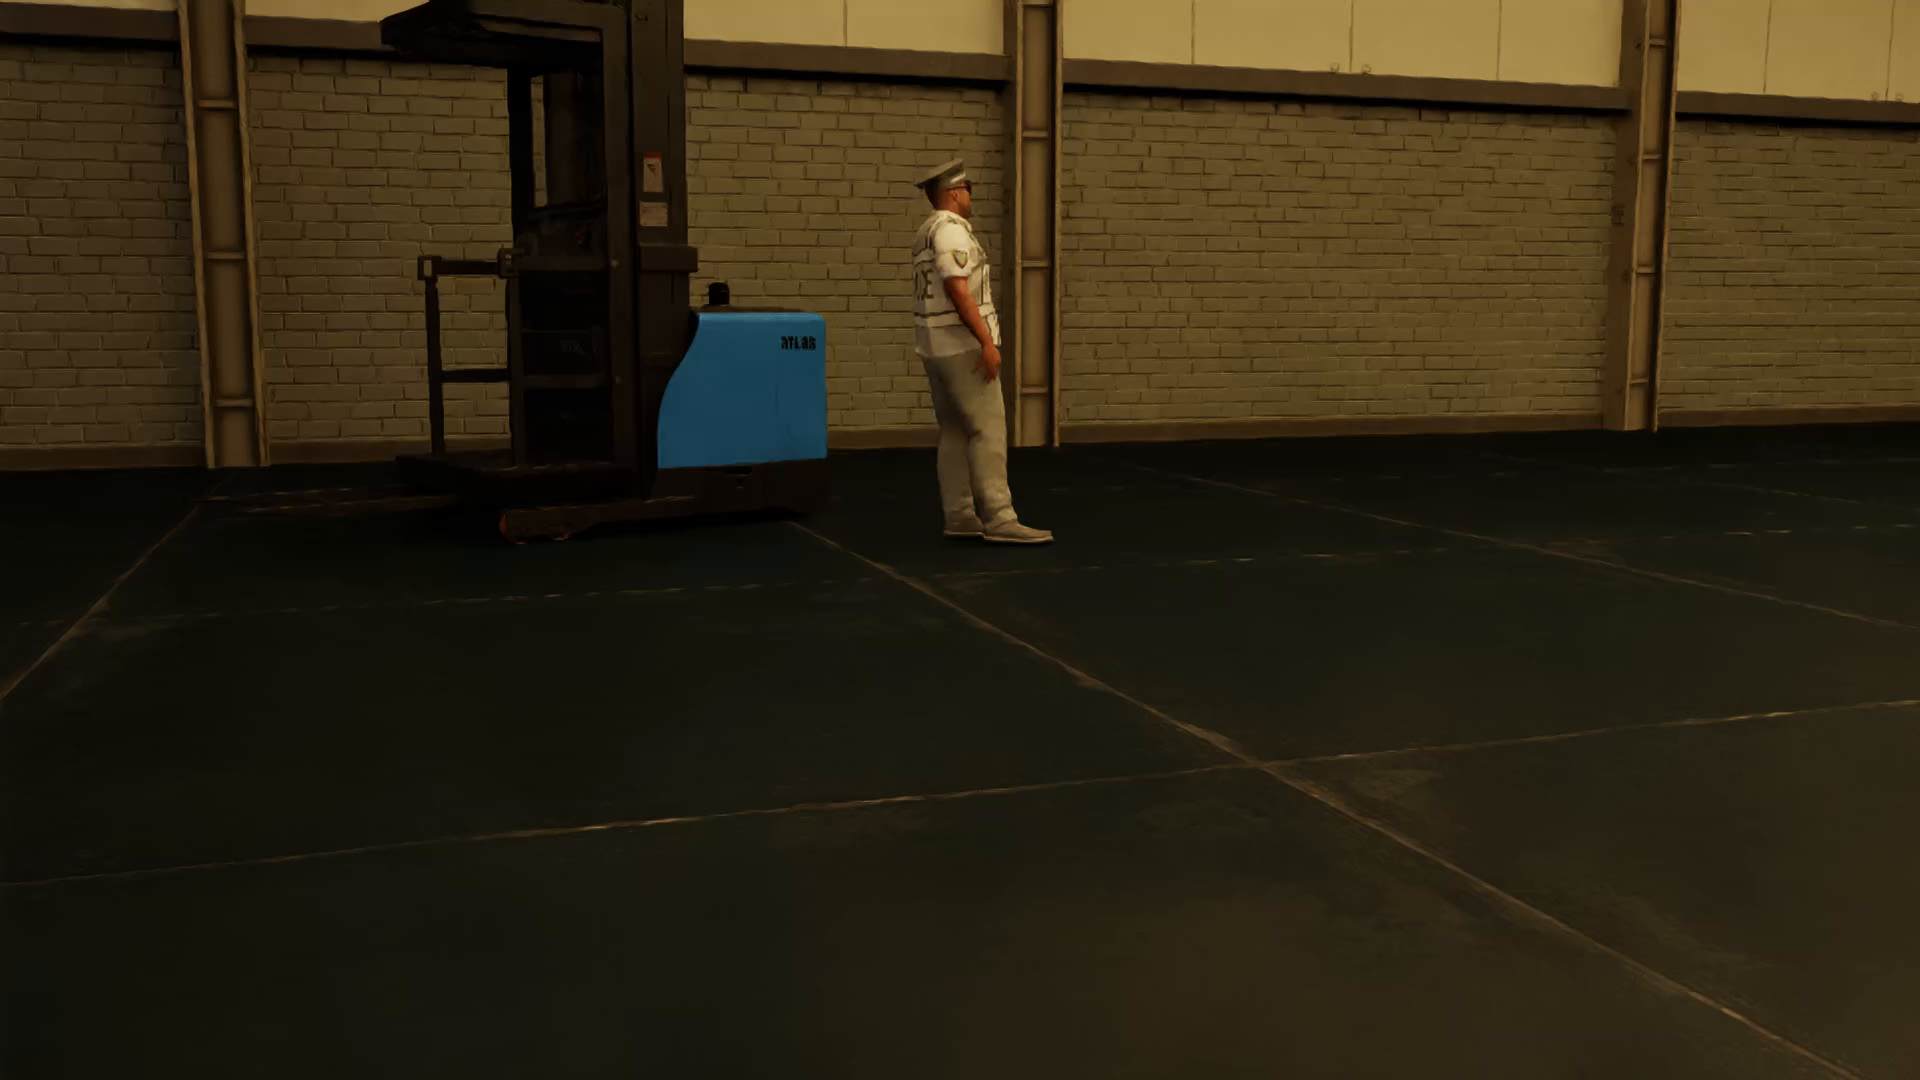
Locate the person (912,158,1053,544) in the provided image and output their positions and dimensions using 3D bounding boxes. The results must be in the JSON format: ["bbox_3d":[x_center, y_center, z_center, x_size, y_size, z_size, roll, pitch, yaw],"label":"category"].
[{"bbox_3d":[0.078,-0.892,7.816,0.574,1.781,0.640,-3,8,-18],"label":"person"}]

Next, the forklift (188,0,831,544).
[{"bbox_3d":[-2.161,-1.511,8.161,3.031,2.935,1.130,-6,10,-38],"label":"forklift"}]
